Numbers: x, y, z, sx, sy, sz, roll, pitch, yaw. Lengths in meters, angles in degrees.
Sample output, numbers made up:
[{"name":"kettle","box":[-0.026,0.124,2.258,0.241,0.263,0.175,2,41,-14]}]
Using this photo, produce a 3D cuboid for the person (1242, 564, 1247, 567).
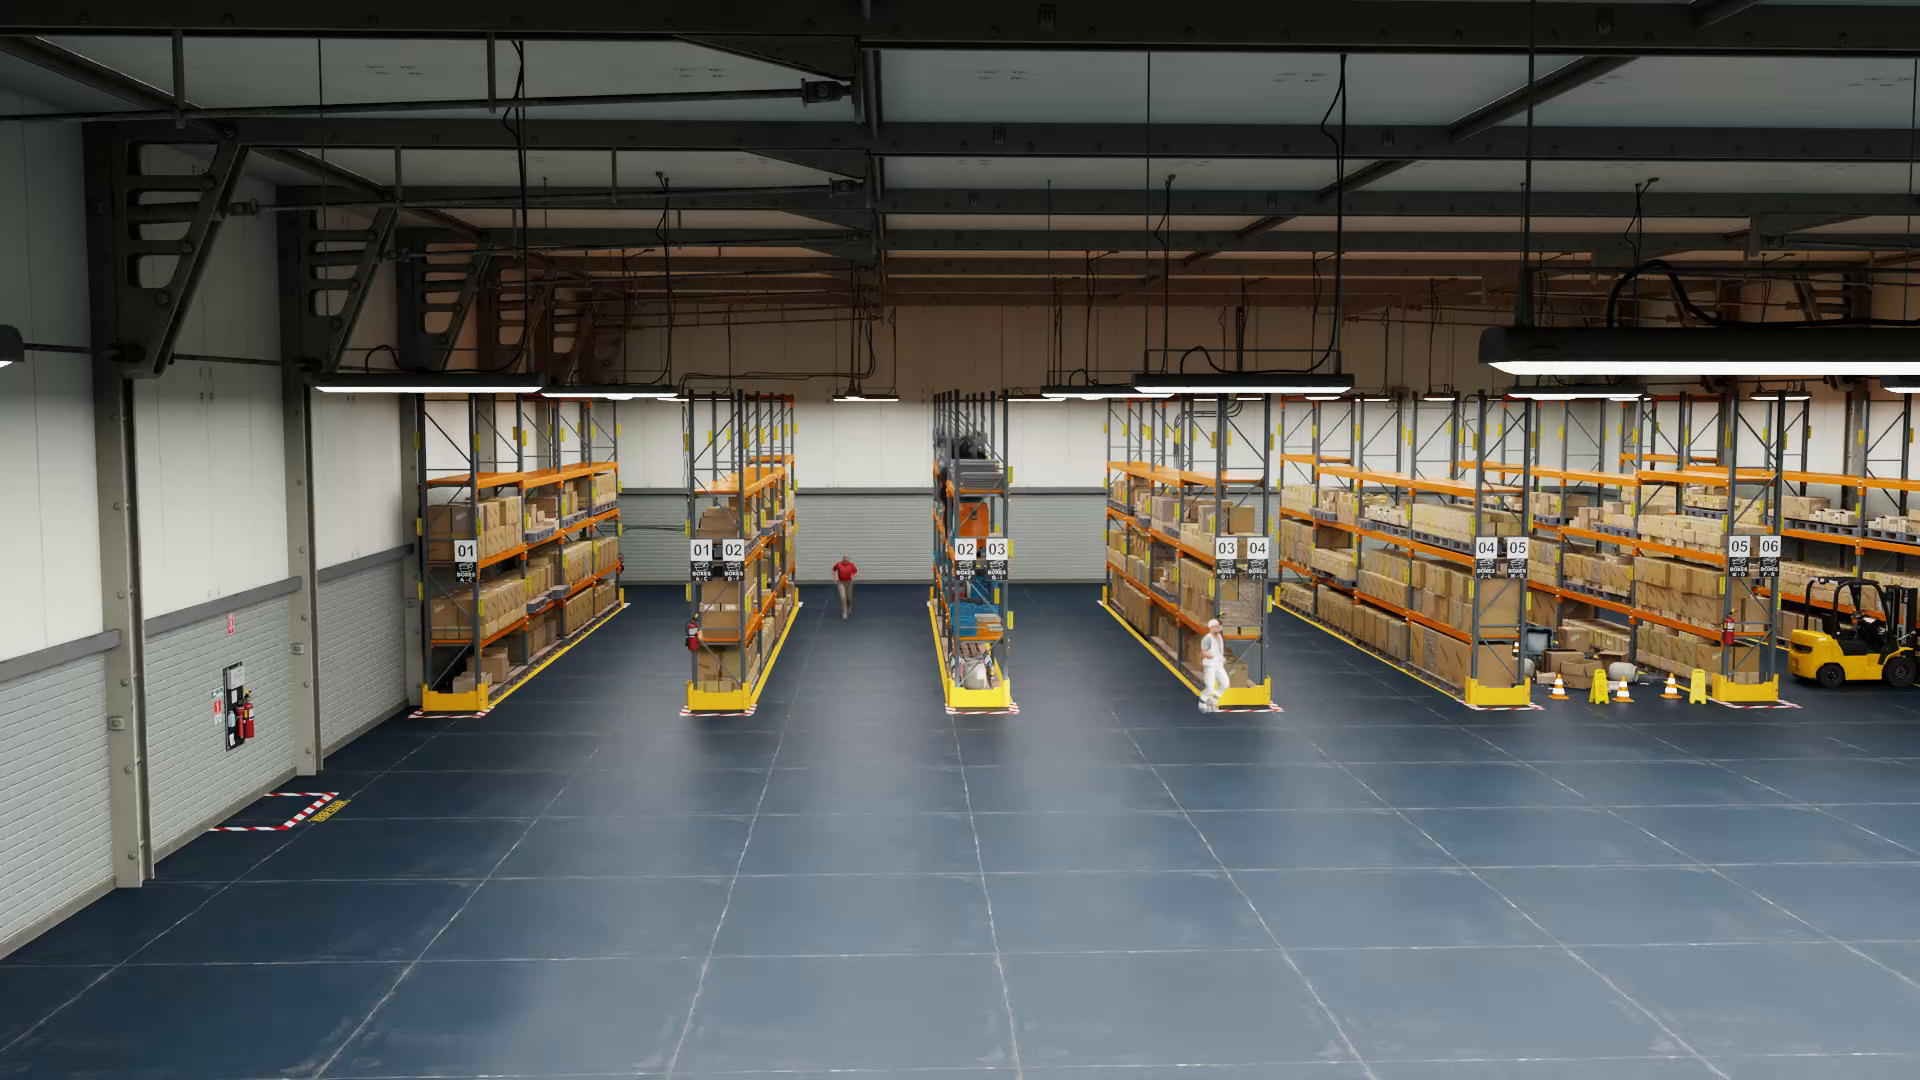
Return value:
[{"name":"person","box":[7.882,1.113,46.092,0.740,1.745,0.697,1,5,11]}]

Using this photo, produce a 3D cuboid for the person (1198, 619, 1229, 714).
[{"name":"person","box":[4.718,2.342,30.654,0.690,1.774,0.676,-4,6,-38]}]

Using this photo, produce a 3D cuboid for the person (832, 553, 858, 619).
[{"name":"person","box":[-3.093,1.220,44.726,0.675,1.731,0.980,-1,5,-12]}]
